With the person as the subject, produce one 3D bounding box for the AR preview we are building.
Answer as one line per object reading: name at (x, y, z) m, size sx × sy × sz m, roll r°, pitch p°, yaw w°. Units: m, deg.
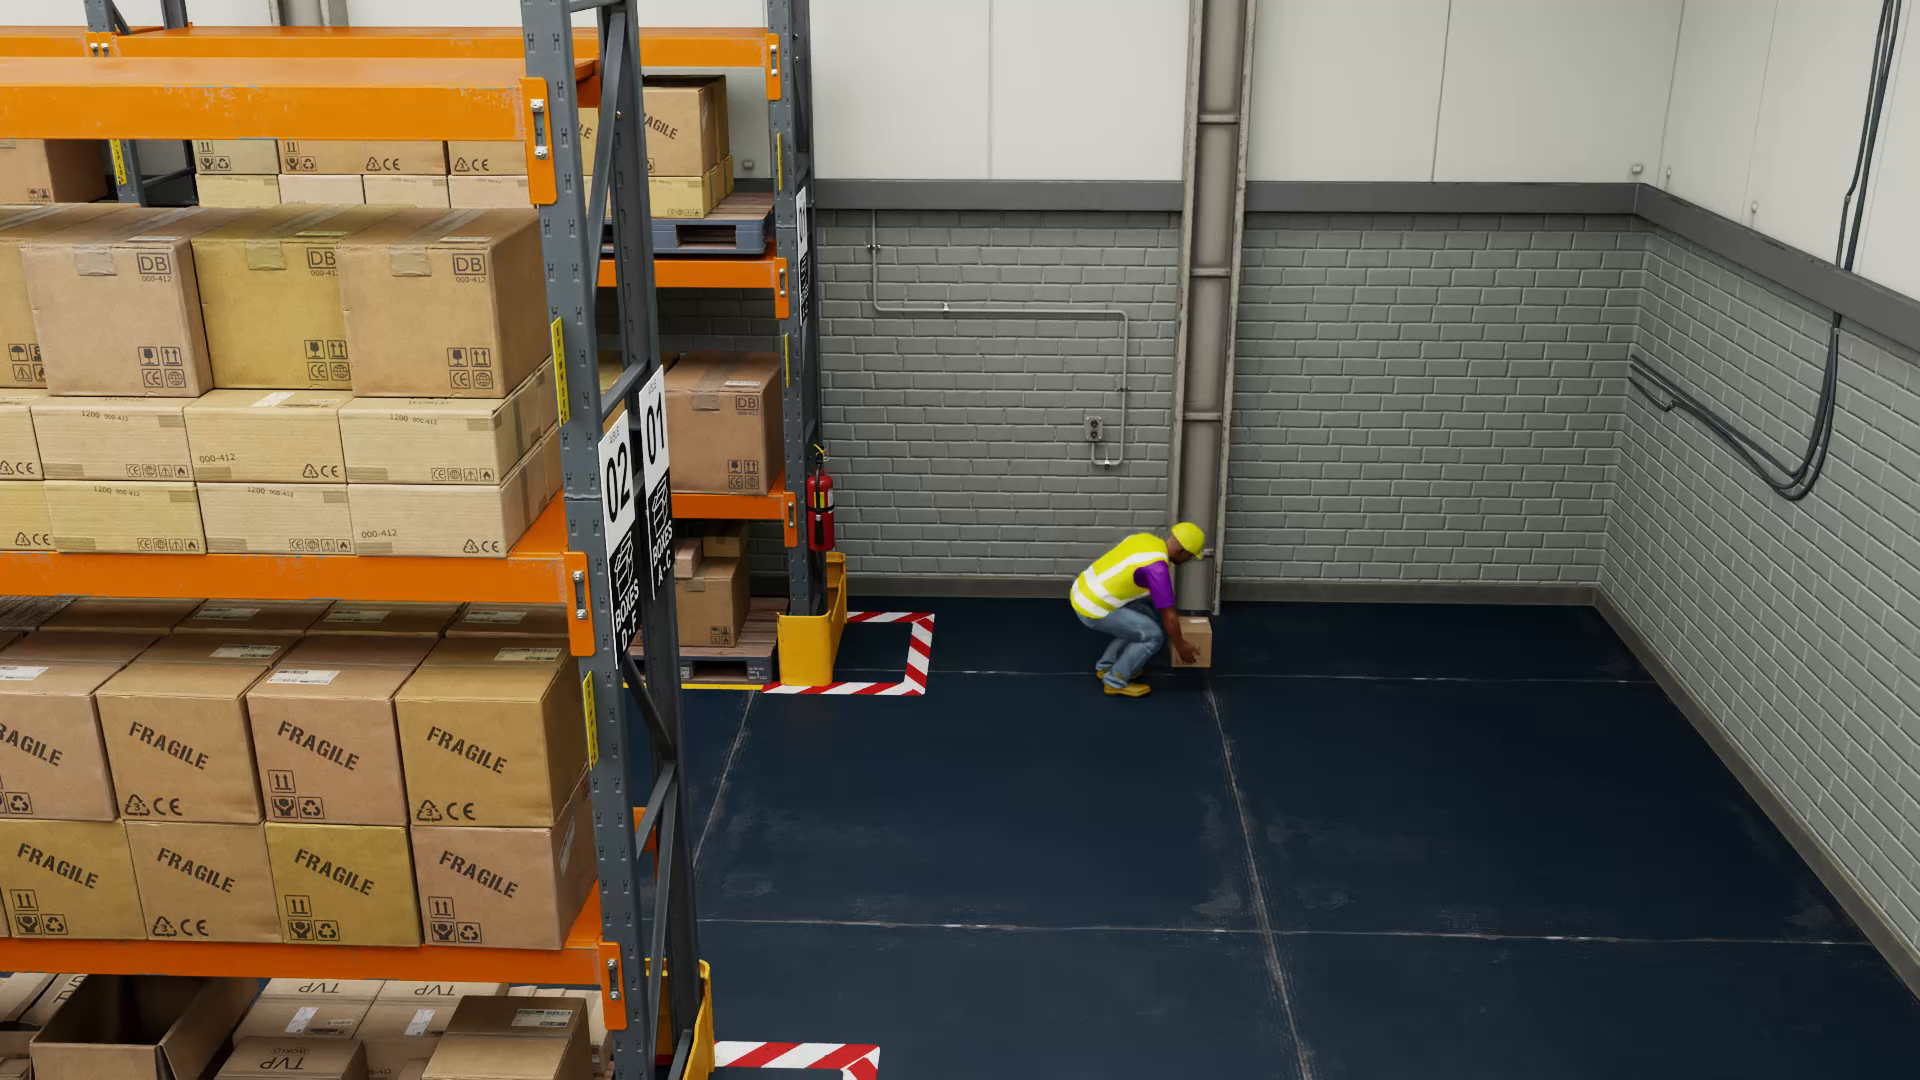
person at (1.144, 0.418, 10.841) m, size 0.856 × 1.133 × 0.608 m, roll 1°, pitch 21°, yaw 2°
